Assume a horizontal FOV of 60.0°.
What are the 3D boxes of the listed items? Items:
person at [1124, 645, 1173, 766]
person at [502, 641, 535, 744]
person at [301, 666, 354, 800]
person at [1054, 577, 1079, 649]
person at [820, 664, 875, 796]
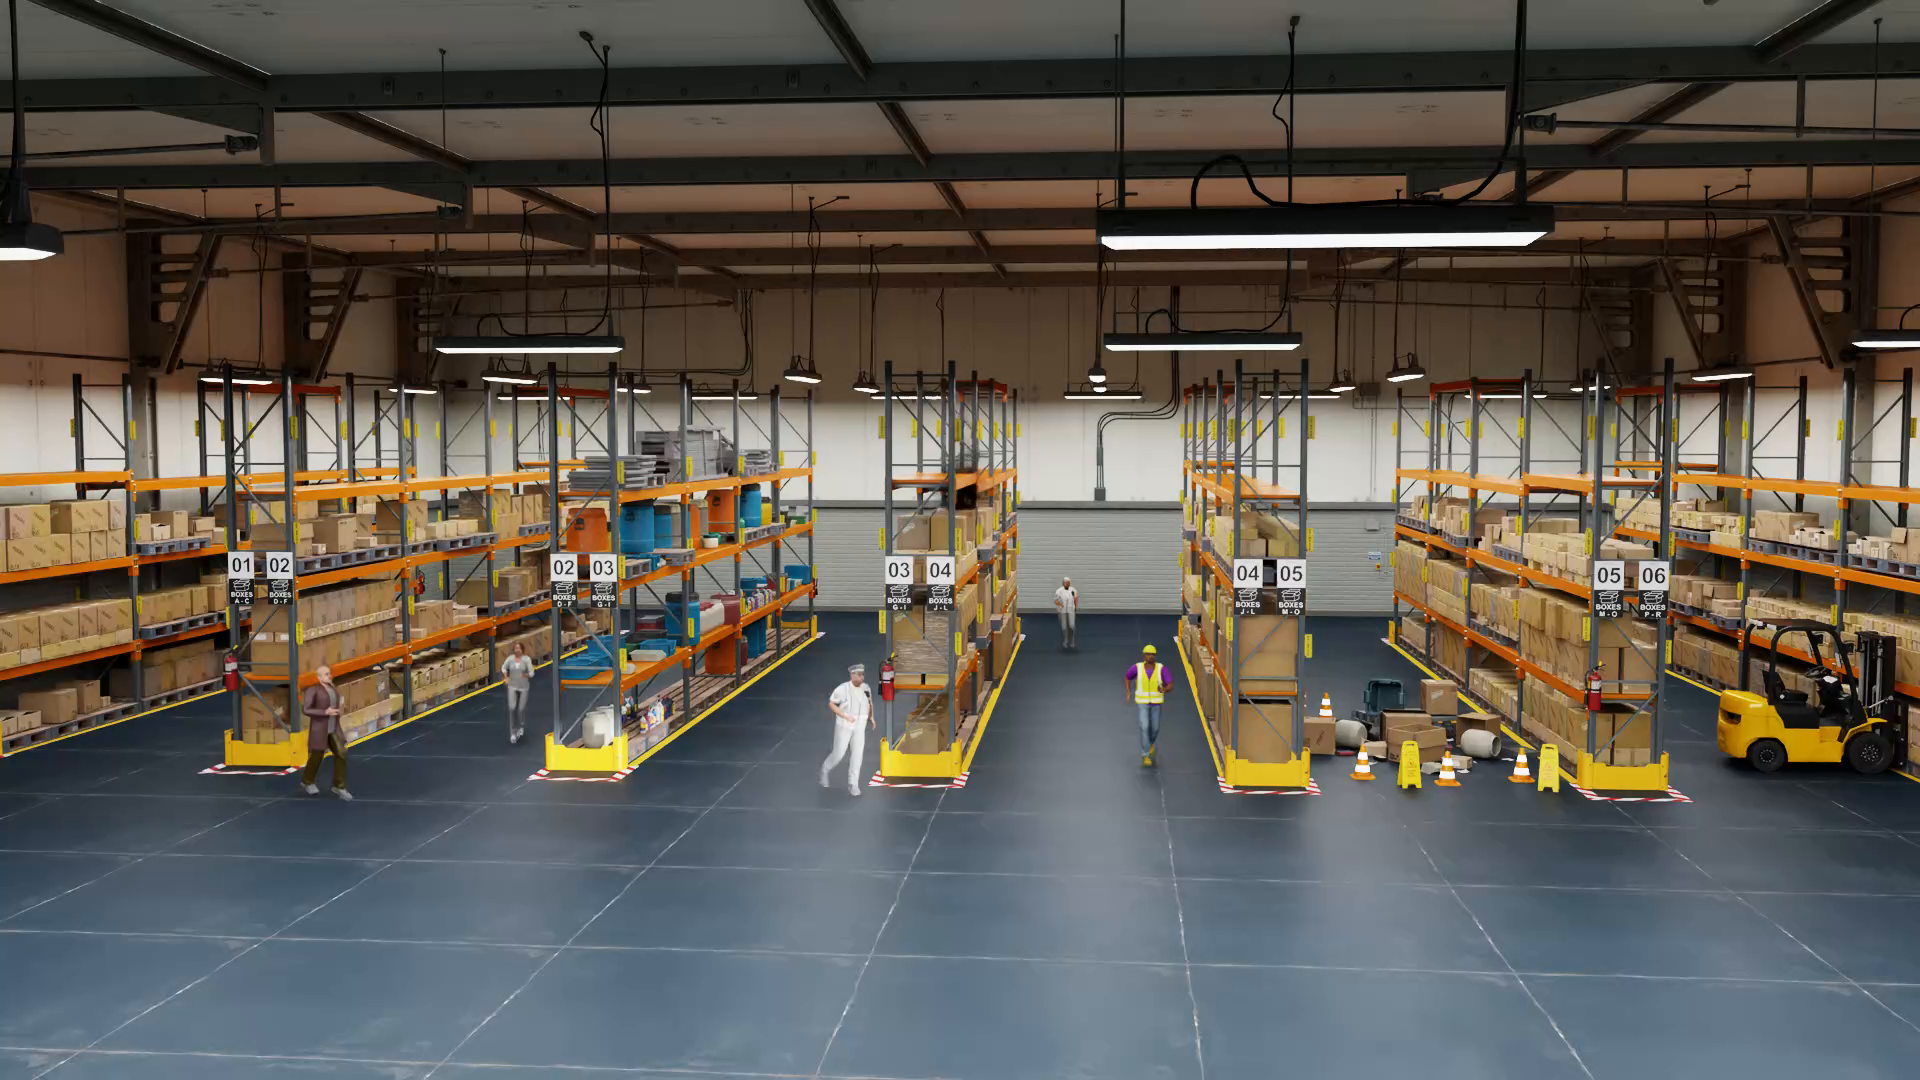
[{"bbox_3d":[2.840,2.447,24.960,0.715,1.746,0.988,0,4,1],"label":"person"},{"bbox_3d":[-7.117,2.454,26.802,0.519,1.626,0.722,-1,4,-14],"label":"person"},{"bbox_3d":[-8.672,2.624,22.606,0.880,1.835,0.688,2,4,32],"label":"person"},{"bbox_3d":[2.444,1.678,38.138,0.569,1.666,0.691,0,4,3],"label":"person"},{"bbox_3d":[-1.486,2.597,23.136,0.738,1.760,0.899,-2,4,-31],"label":"person"}]
